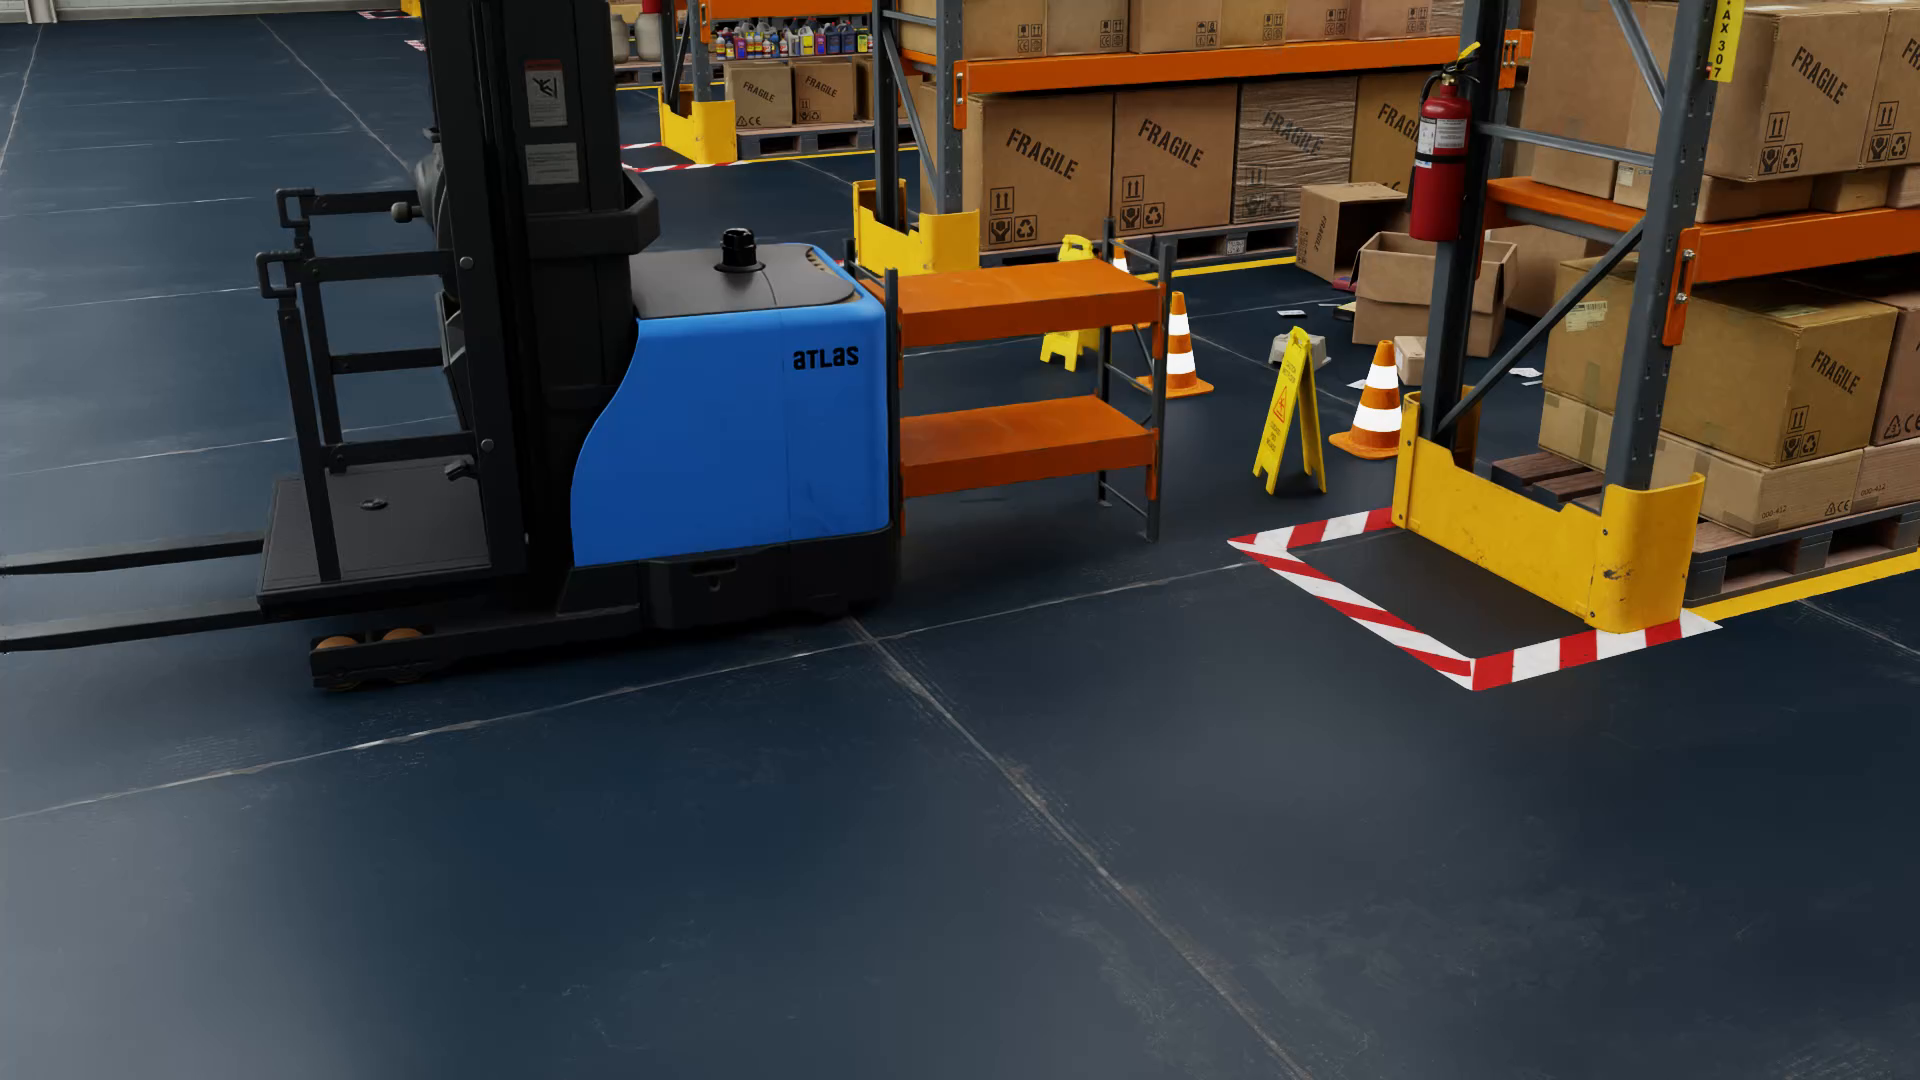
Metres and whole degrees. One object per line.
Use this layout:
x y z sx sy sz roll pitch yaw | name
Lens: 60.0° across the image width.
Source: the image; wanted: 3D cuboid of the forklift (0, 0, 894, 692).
-1.799 -1.114 5.108 3.031 2.935 1.130 -7 24 -16 | forklift

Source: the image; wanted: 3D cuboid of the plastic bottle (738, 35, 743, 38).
-2.562 -5.788 19.395 0.097 0.201 0.097 0 22 0 | plastic bottle

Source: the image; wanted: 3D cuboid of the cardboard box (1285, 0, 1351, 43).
2.000 -3.493 10.570 0.550 0.550 0.875 -10 25 -24 | cardboard box

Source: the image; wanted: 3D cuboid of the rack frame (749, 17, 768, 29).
-3.002 -8.778 23.533 0.127 3.000 1.000 -10 25 -24 | rack frame

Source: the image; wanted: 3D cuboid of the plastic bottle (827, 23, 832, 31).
-1.567 -6.017 19.840 0.133 0.283 0.061 -10 25 -24 | plastic bottle

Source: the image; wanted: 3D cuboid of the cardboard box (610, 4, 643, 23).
-4.674 -7.298 23.006 0.500 0.250 0.500 -10 25 -24 | cardboard box

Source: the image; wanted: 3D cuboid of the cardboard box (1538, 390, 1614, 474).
2.618 -0.439 6.434 0.500 0.250 0.500 -11 25 -24 | cardboard box

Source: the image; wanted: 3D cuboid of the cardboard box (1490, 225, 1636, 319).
3.308 -1.516 9.076 0.503 0.637 0.797 -10 25 -24 | cardboard box

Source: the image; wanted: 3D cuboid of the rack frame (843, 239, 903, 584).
-0.308 -0.455 5.879 0.032 1.125 0.500 -8 24 -20 | rack frame

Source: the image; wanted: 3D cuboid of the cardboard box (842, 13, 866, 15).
-1.605 -7.854 24.348 0.500 0.250 0.500 -11 25 -25 | cardboard box

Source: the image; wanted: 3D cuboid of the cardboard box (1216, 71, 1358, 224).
1.943 -2.618 10.882 0.875 0.875 0.875 -10 25 -23 | cardboard box

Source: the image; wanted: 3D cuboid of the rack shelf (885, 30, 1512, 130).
1.549 -2.973 10.451 4.000 0.370 1.077 -10 25 -24 | rack shelf

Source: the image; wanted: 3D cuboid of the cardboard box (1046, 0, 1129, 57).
0.547 -3.219 9.908 0.550 0.550 0.875 -10 25 -24 | cardboard box

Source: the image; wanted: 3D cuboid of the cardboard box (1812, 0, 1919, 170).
2.997 -1.538 5.524 0.500 0.500 0.500 -10 24 -22 | cardboard box

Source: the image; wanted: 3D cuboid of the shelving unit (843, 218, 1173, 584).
0.165 -0.526 6.050 1.048 1.125 0.538 -8 24 -20 | shelving unit

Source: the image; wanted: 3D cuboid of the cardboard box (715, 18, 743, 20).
-3.325 -7.549 23.611 0.500 0.250 0.500 -10 25 -24 | cardboard box

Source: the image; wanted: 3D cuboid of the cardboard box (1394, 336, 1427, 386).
2.289 -0.881 8.183 0.250 0.149 0.380 2 23 4 | cardboard box

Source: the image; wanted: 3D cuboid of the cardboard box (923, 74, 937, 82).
-0.125 -4.122 15.005 0.500 0.500 0.500 -13 26 -28 | cardboard box

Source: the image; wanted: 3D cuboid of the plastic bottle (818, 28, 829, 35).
-1.572 -5.824 19.383 0.135 0.276 0.152 -10 25 -24 | plastic bottle

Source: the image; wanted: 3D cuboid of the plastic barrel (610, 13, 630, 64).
-3.902 -5.587 18.528 0.421 0.512 0.421 0 22 0 | plastic barrel

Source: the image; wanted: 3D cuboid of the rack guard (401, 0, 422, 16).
-8.690 -8.678 26.562 0.348 0.500 1.175 -10 25 -24 | rack guard

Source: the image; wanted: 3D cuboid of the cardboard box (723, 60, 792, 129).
-1.743 -3.837 14.316 0.500 0.500 0.500 -6 23 -14 | cardboard box

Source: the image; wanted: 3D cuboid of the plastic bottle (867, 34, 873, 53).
-1.049 -5.813 19.454 0.097 0.201 0.097 0 22 0 | plastic bottle

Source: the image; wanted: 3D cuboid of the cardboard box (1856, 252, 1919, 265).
3.520 -0.946 6.680 0.500 0.500 0.500 -11 25 -25 | cardboard box

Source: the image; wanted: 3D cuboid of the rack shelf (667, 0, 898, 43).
-0.511 -4.699 14.621 4.000 0.370 1.077 -10 25 -24 | rack shelf

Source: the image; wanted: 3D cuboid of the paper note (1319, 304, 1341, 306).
2.108 -1.339 9.472 0.123 0.001 0.032 2 23 4 | paper note

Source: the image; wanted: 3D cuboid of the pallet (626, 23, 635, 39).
-4.838 -7.168 23.290 1.213 0.211 1.003 -10 25 -24 | pallet

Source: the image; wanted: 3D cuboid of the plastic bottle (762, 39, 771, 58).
-2.204 -5.600 18.940 0.097 0.201 0.097 0 22 0 | plastic bottle

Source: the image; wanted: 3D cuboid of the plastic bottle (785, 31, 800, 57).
-1.925 -5.698 19.079 0.135 0.276 0.152 -10 24 -23 | plastic bottle

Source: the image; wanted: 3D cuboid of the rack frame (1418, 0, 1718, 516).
1.985 -1.284 5.431 0.127 3.000 1.000 -10 25 -24 | rack frame

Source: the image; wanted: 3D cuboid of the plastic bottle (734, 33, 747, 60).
-2.481 -5.579 18.783 0.133 0.283 0.061 -10 25 -23 | plastic bottle

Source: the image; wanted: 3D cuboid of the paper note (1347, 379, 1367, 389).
1.973 -0.755 8.035 0.148 0.019 0.142 20 30 40 | paper note

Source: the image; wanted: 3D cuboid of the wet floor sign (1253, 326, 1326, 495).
1.349 -0.534 6.696 0.232 0.644 0.267 -2 23 -5 | wet floor sign

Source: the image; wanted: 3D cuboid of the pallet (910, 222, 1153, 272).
0.433 -1.845 10.431 1.213 0.211 1.003 -10 25 -24 | pallet

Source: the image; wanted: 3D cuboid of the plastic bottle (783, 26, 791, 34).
-2.051 -5.953 19.702 0.097 0.271 0.097 0 22 0 | plastic bottle

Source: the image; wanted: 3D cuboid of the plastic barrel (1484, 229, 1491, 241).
2.994 -1.730 9.876 0.421 0.421 0.512 6 23 13 | plastic barrel

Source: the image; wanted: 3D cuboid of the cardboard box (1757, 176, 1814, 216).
2.602 -1.200 5.556 0.250 0.149 0.380 -10 25 -23 | cardboard box

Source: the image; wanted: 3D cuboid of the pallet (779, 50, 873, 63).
-1.481 -5.685 19.707 1.213 0.211 1.003 -10 25 -24 | pallet

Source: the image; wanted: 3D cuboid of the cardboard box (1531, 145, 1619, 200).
2.229 -1.304 5.807 0.250 0.149 0.380 -10 24 -22 | cardboard box

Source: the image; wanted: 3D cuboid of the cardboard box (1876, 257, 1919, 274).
3.777 -0.766 6.244 0.500 0.500 0.500 -10 24 -23 | cardboard box

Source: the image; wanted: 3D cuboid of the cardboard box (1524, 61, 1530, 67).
4.742 -3.084 12.172 0.750 0.750 1.050 -10 25 -24 | cardboard box

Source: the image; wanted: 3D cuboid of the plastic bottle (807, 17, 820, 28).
-1.765 -6.059 19.853 0.185 0.351 0.144 -10 24 -22 | plastic bottle

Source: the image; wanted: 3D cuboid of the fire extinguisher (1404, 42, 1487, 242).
1.682 -1.388 5.784 0.183 0.674 0.296 -10 25 -24 | fire extinguisher

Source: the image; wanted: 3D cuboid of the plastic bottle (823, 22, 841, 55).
-1.485 -5.811 19.256 0.185 0.351 0.144 -12 25 -26 | plastic bottle

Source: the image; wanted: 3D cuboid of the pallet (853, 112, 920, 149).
-0.400 -3.747 15.027 1.213 0.211 1.003 -10 25 -24 | pallet

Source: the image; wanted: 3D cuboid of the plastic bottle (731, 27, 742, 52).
-2.633 -5.862 19.477 0.135 0.276 0.152 -11 25 -25 | plastic bottle

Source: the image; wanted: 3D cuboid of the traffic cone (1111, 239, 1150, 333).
0.841 -1.400 9.027 0.334 0.463 0.336 -10 25 -24 | traffic cone
